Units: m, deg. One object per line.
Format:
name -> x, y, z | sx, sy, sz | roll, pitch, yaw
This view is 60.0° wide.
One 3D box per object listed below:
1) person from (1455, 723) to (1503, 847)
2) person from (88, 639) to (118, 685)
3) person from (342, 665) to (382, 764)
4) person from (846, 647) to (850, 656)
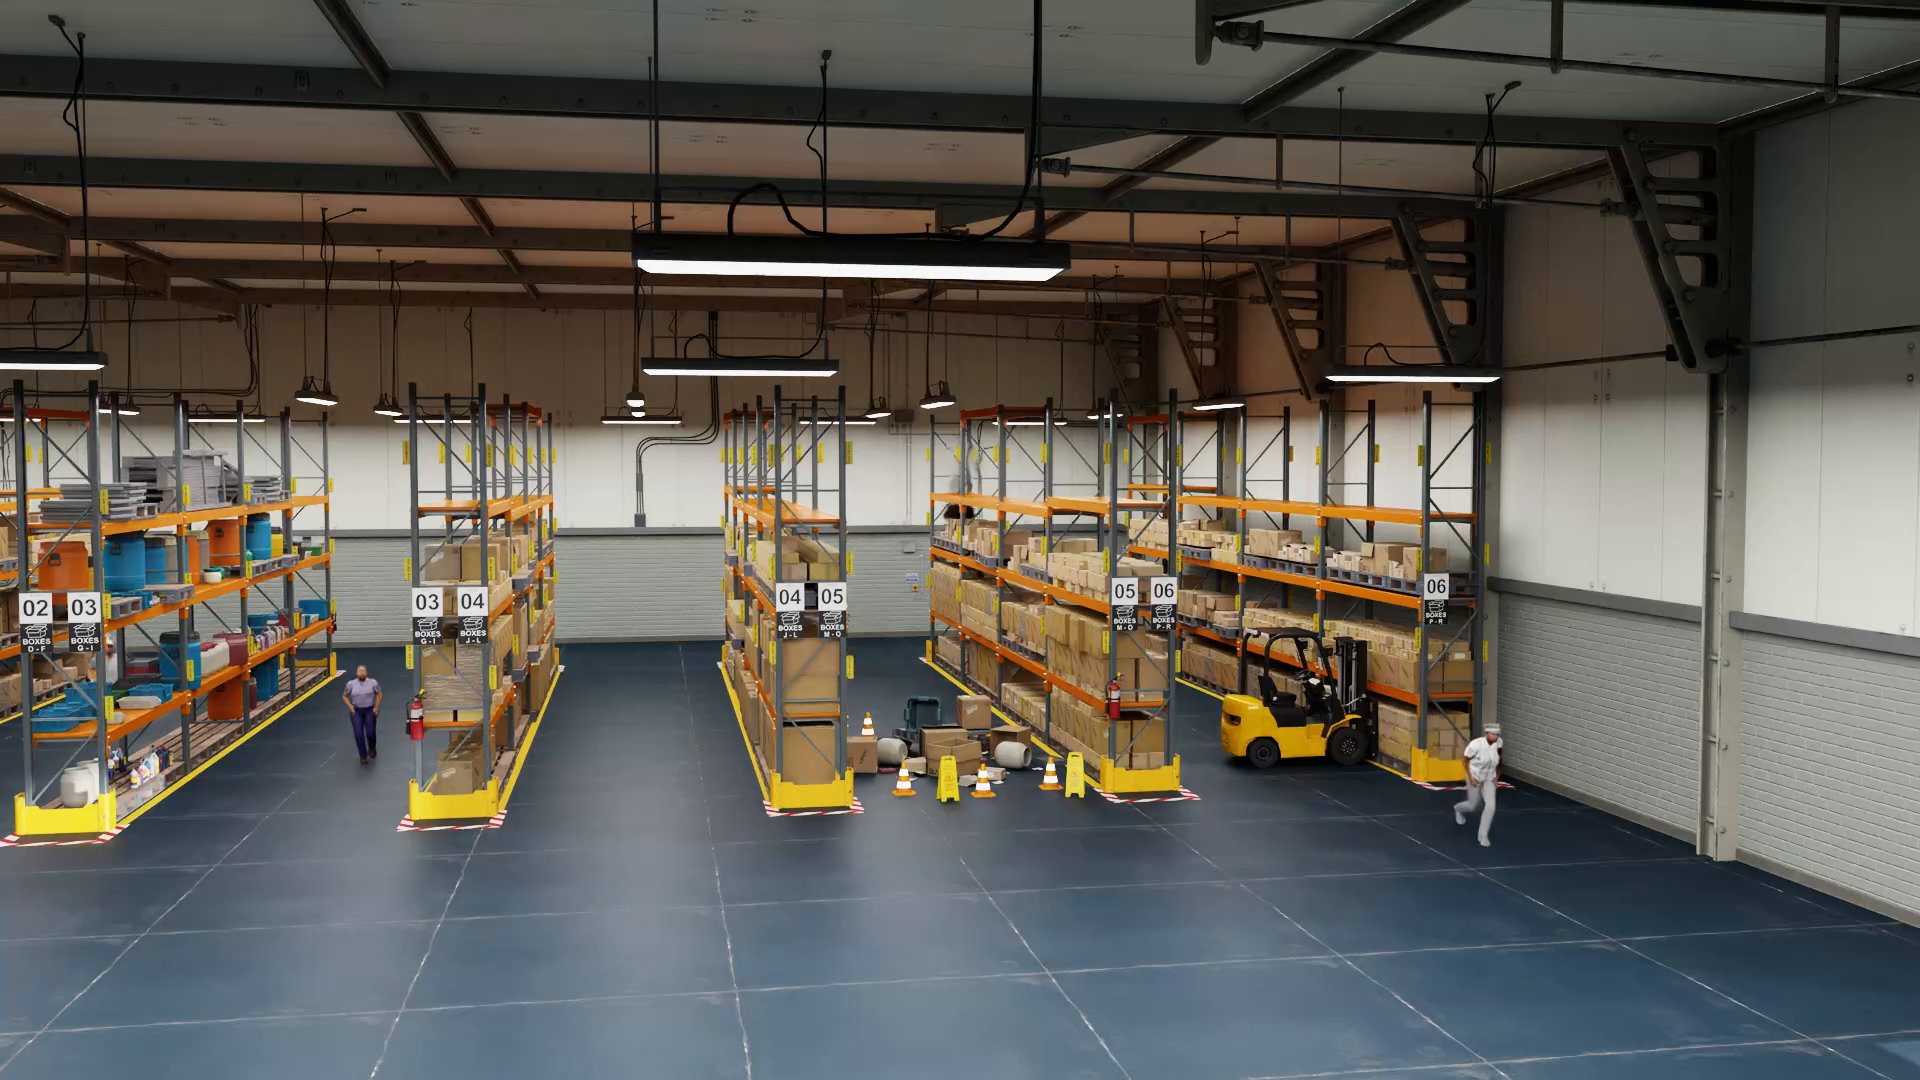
person -> 6.761, 3.131, 21.632 | 0.583, 1.631, 0.852 | -1, 3, -18
person -> -15.212, 2.630, 29.649 | 0.670, 1.732, 0.633 | -1, 3, -22
person -> -9.729, 2.830, 27.062 | 0.609, 1.612, 0.548 | -1, 3, -18
person -> -2.997, 2.143, 39.714 | 0.622, 1.727, 0.646 | 3, 4, 44
